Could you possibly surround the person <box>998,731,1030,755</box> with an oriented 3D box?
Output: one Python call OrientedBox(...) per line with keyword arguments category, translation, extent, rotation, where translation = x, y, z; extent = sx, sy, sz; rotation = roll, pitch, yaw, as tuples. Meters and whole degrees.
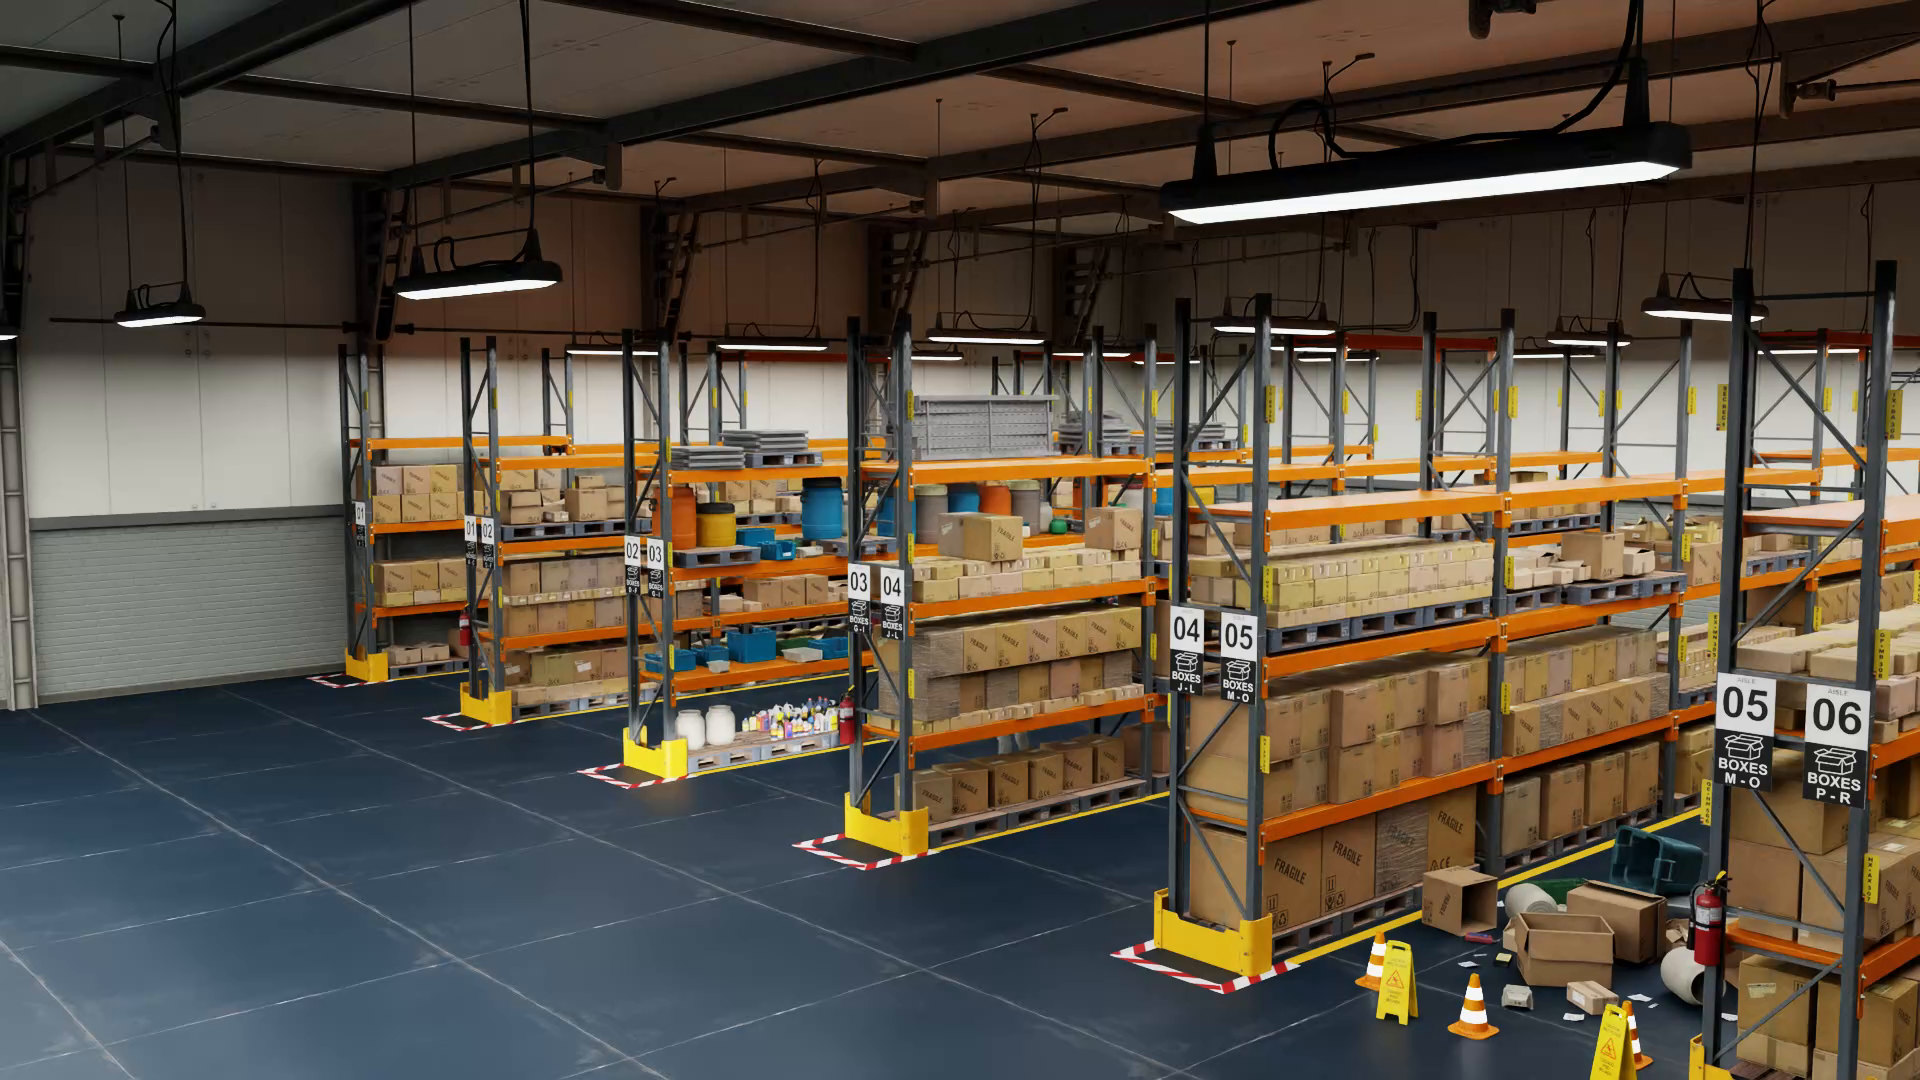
OrientedBox(category="person", translation=(0.713, 2.340, 22.394), extent=(0.581, 1.712, 0.502), rotation=(-3, 6, -26))
